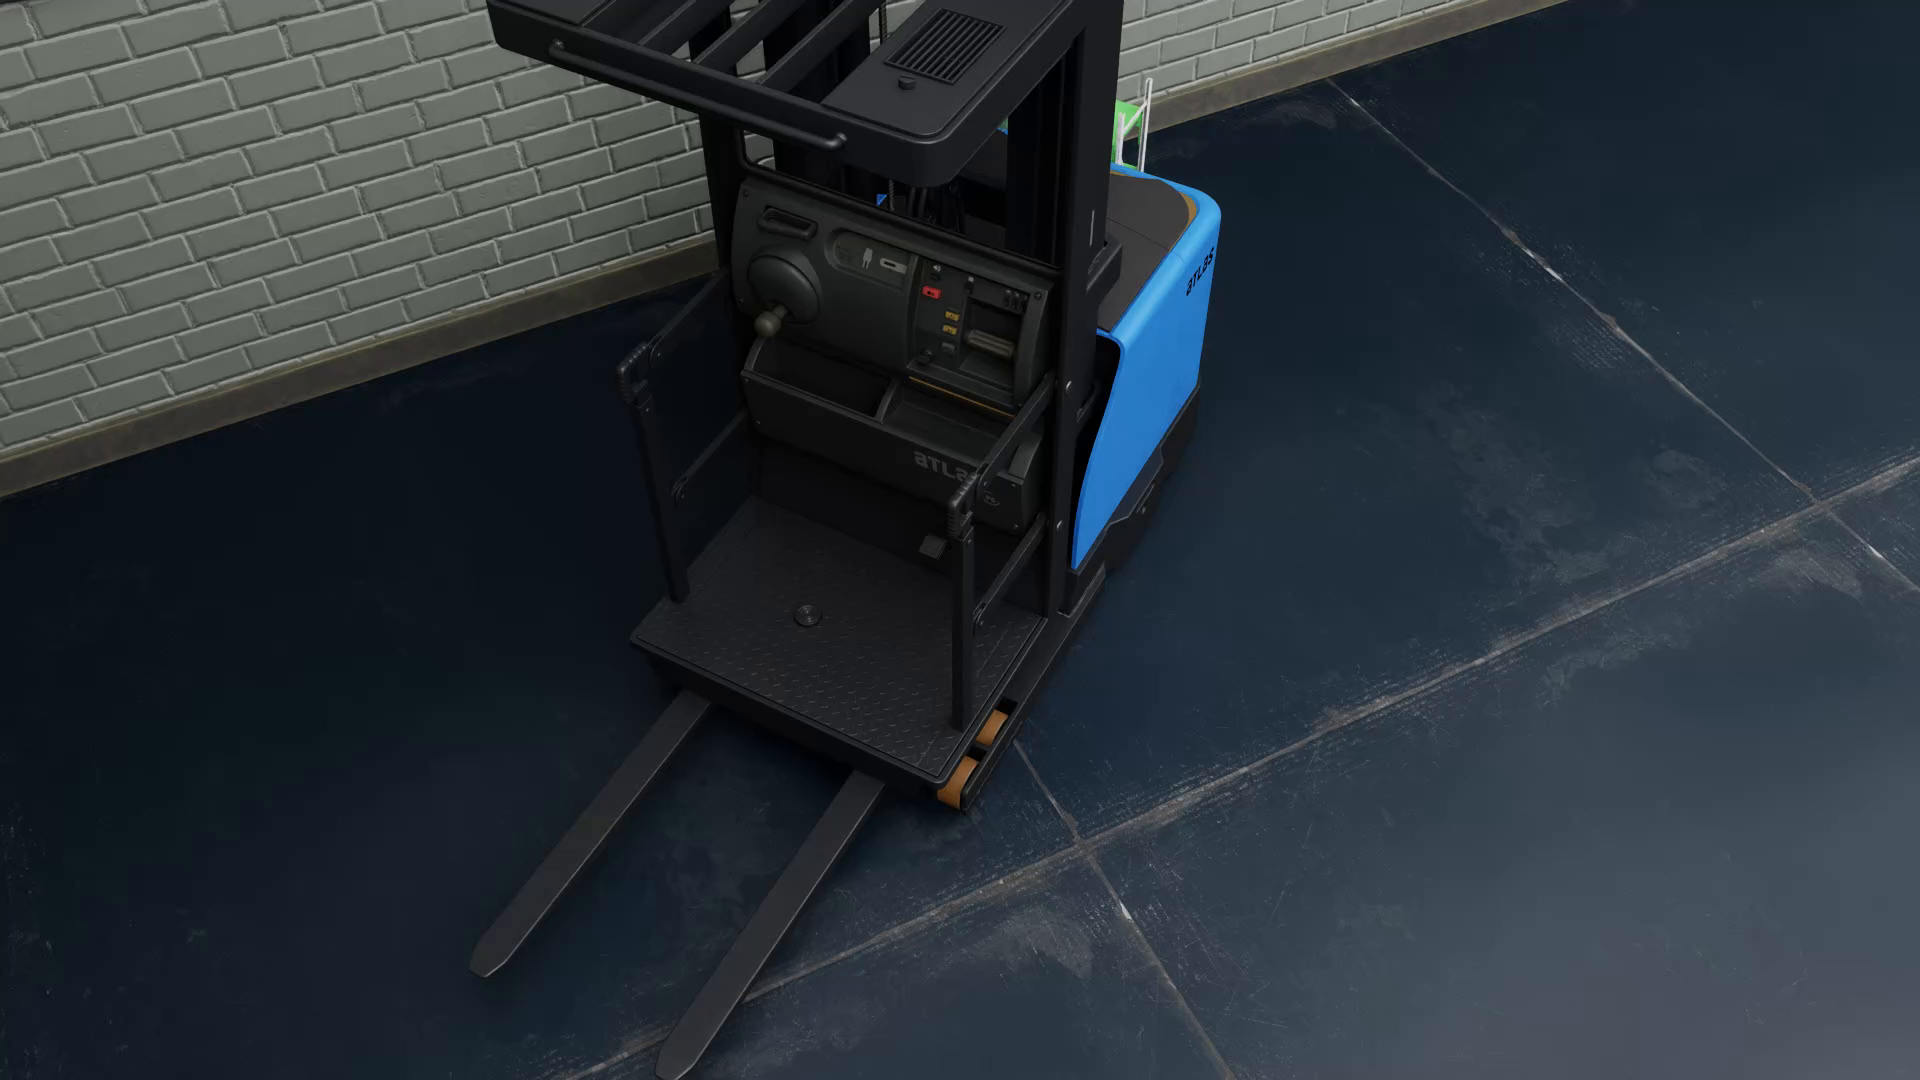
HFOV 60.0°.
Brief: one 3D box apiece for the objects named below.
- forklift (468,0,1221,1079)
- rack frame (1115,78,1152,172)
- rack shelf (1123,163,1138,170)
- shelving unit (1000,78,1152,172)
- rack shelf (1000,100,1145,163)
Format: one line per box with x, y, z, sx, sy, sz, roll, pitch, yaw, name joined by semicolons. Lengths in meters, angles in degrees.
-0.301;-0.550;4.283;1.130;2.935;3.031;22;52;18;forklift
0.573;-1.049;5.871;0.015;1.200;0.240;22;52;18;rack frame
0.357;-1.252;5.814;0.480;0.148;0.258;22;52;18;rack shelf
0.357;-1.136;5.946;0.503;1.200;0.258;22;52;18;shelving unit
0.357;-1.410;5.633;0.480;0.148;0.258;22;52;18;rack shelf
